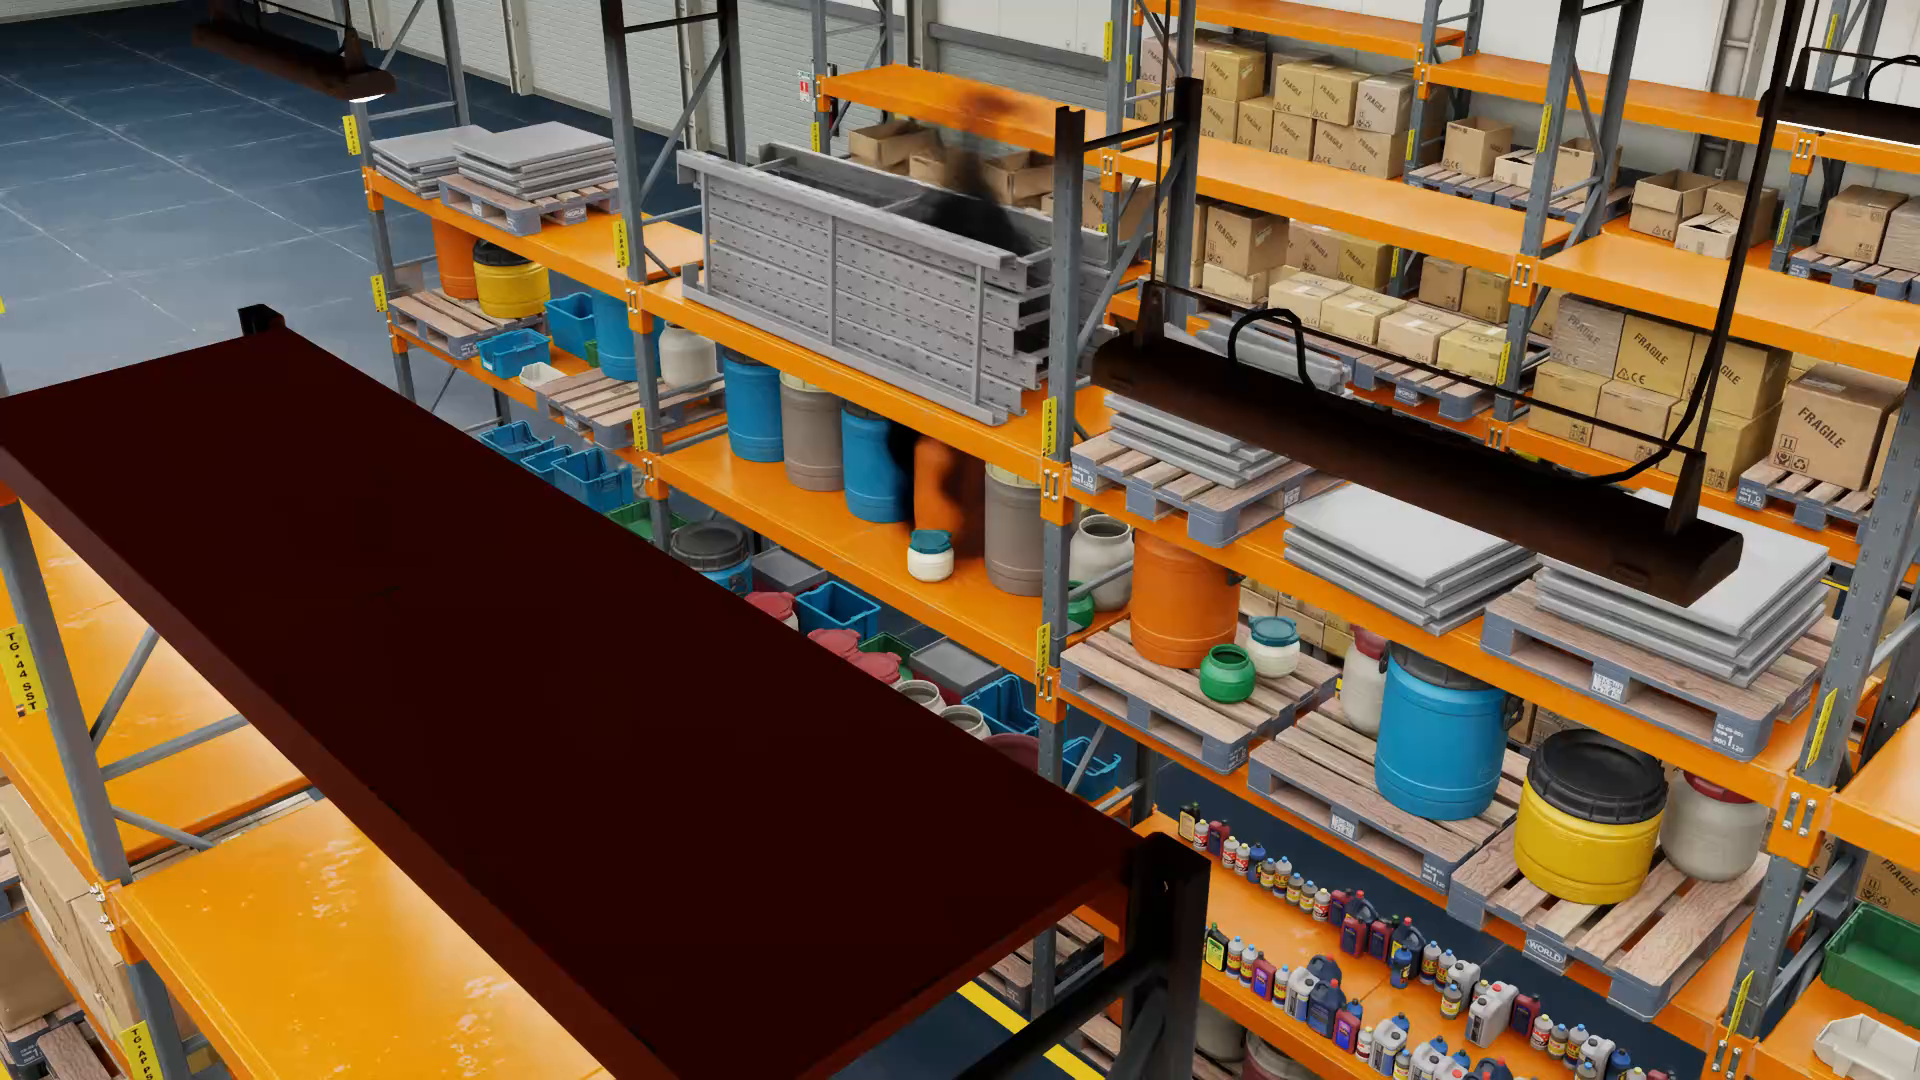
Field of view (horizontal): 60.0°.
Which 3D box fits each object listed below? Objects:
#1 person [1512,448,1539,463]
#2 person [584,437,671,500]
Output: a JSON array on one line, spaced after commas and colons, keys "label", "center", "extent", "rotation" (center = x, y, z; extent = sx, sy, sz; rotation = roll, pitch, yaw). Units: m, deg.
[{"label": "person", "center": [5.074, -0.120, 15.259], "extent": [0.791, 1.733, 0.714], "rotation": [23, 36, 36]}, {"label": "person", "center": [-3.370, -0.915, 16.891], "extent": [0.820, 1.591, 0.715], "rotation": [4, 29, 8]}]
